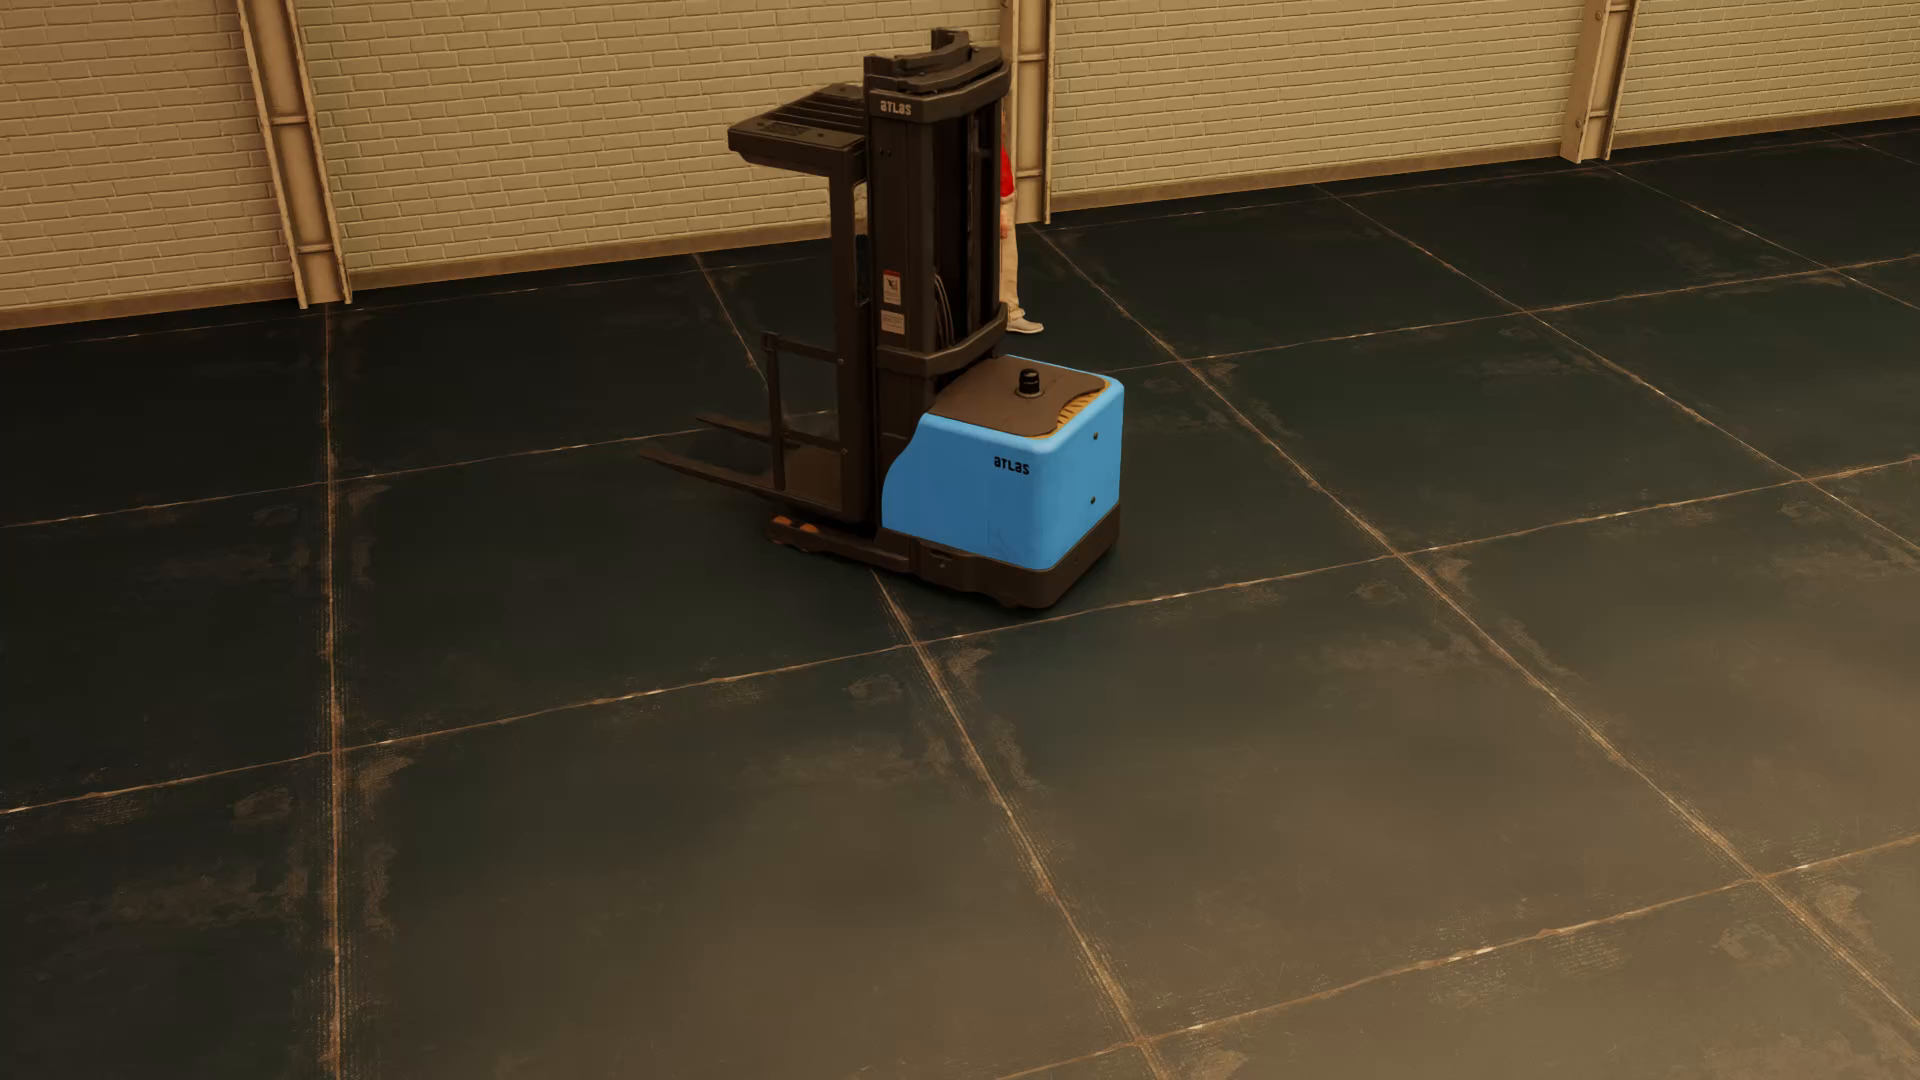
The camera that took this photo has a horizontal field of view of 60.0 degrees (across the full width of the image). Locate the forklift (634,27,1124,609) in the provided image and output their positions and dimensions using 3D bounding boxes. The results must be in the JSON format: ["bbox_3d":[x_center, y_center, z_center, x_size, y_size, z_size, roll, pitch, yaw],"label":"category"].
[{"bbox_3d":[-0.588,-1.408,9.535,3.031,2.935,1.130,16,33,25],"label":"forklift"}]

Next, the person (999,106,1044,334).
[{"bbox_3d":[0.357,-2.475,12.580,0.552,1.728,0.638,-1,30,-2],"label":"person"}]
